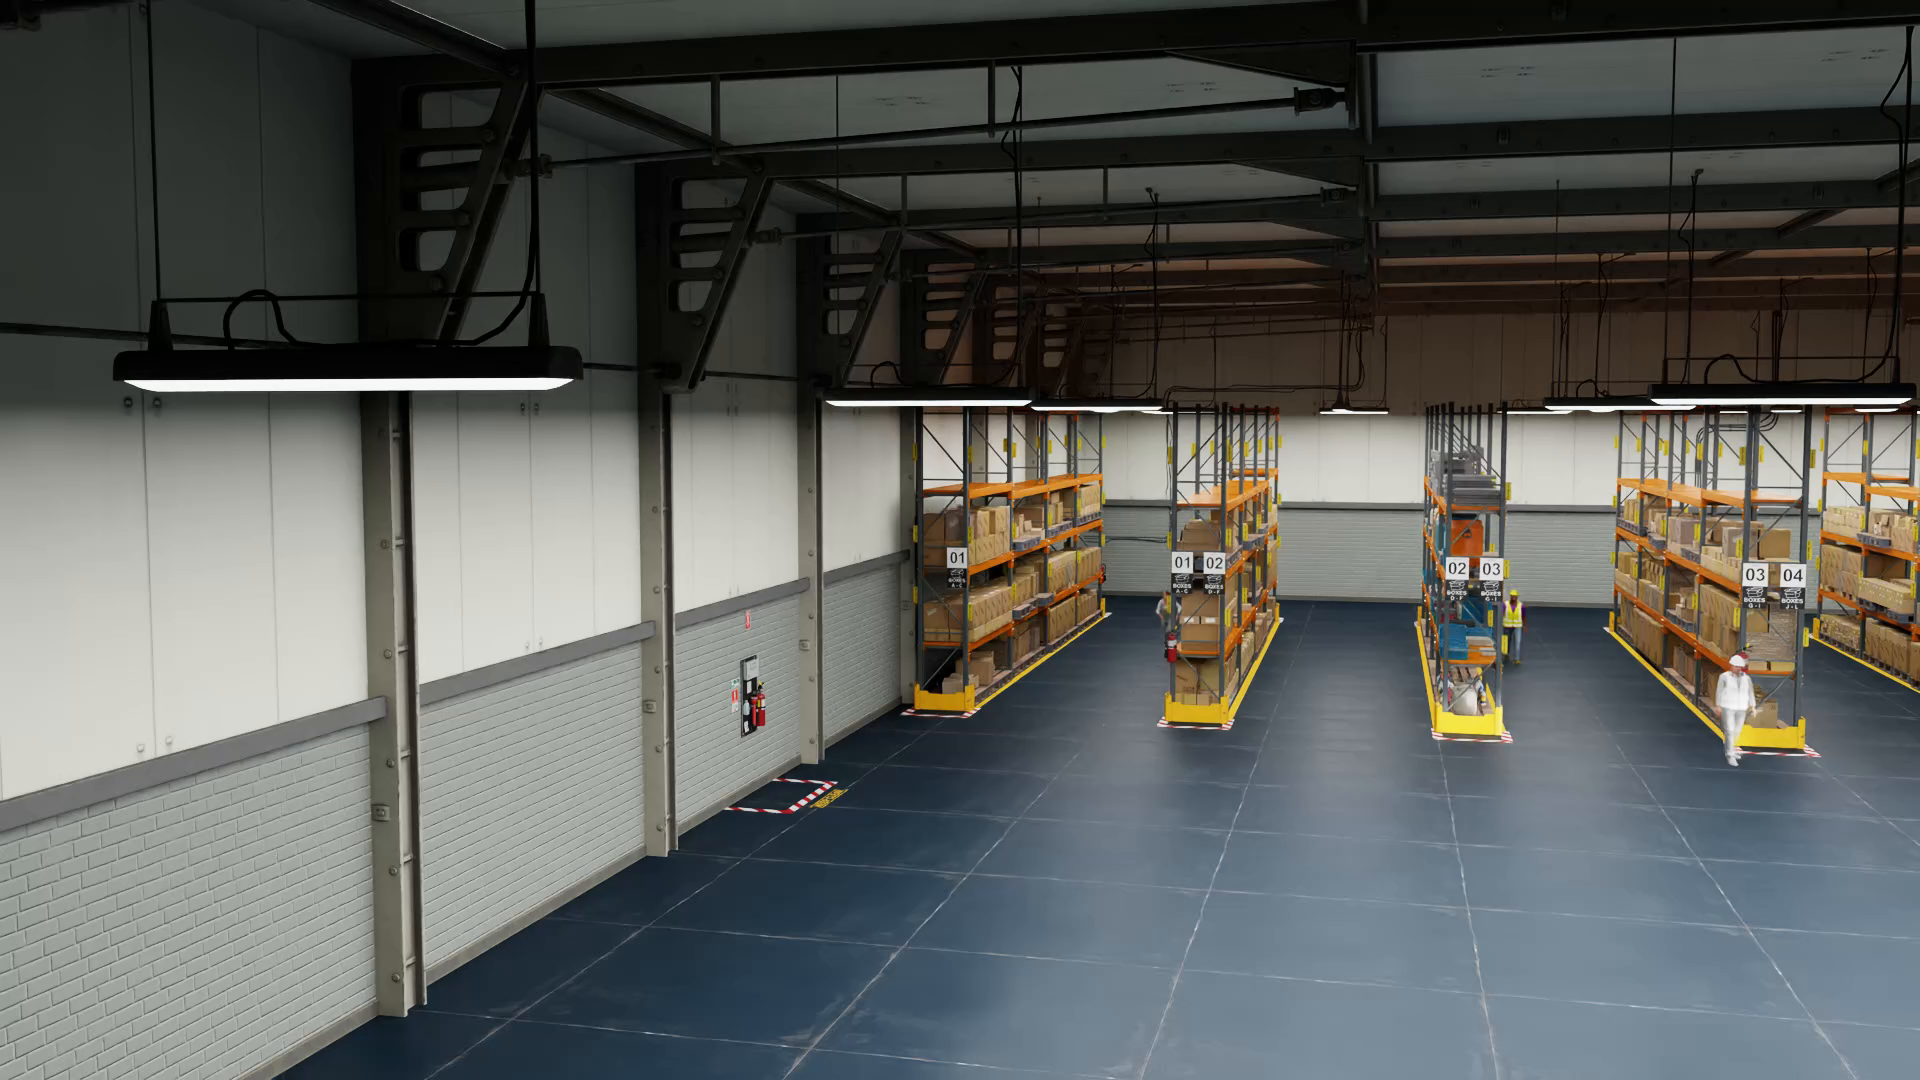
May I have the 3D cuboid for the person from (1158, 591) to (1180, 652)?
[{"bbox_3d":[2.855,2.123,38.244,2.906,1.515,6.299,2,5,23],"label":"person"}]

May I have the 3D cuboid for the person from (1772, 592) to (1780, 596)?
[{"bbox_3d":[21.536,1.560,44.199,0.626,1.728,0.988,2,5,27],"label":"person"}]

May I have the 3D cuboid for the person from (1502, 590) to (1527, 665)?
[{"bbox_3d":[12.829,2.012,38.584,0.679,1.714,1.093,1,4,11],"label":"person"}]

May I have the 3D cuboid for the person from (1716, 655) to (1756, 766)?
[{"bbox_3d":[12.884,2.808,27.624,0.584,1.796,0.658,0,4,0],"label":"person"}]
